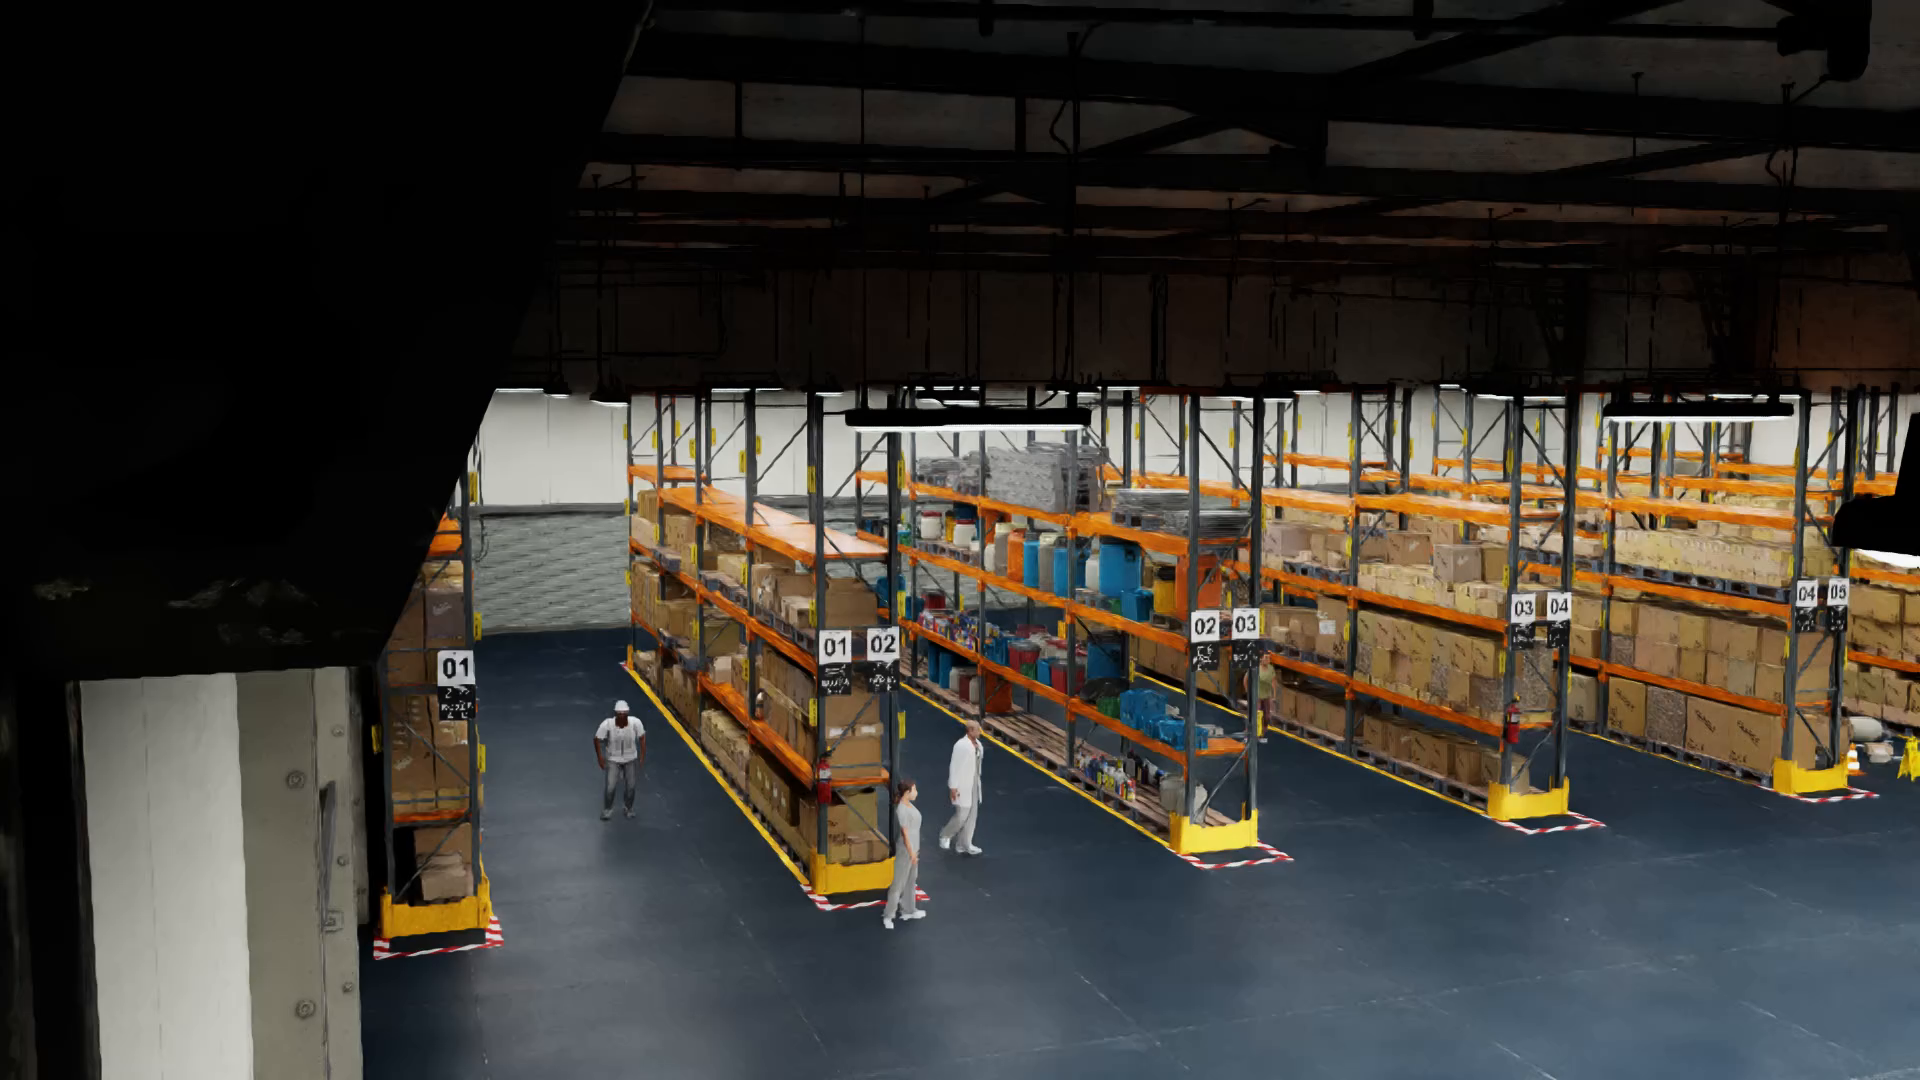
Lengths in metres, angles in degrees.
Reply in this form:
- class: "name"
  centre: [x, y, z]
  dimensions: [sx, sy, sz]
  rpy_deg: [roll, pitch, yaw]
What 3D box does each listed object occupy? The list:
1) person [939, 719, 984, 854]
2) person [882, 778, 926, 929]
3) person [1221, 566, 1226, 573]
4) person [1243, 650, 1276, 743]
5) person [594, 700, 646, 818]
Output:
- class: "person"
  centre: [0.020, 3.211, 21.743]
  dimensions: [0.598, 1.771, 0.618]
  rpy_deg: [4, 7, 35]
- class: "person"
  centre: [-0.655, 3.541, 18.907]
  dimensions: [0.426, 1.654, 0.623]
  rpy_deg: [1, 6, 11]
- class: "person"
  centre: [6.116, 1.464, 38.644]
  dimensions: [0.457, 1.763, 0.609]
  rpy_deg: [-5, 8, -43]
- class: "person"
  centre: [5.060, 2.638, 28.063]
  dimensions: [0.596, 1.619, 0.506]
  rpy_deg: [-2, 6, -20]
- class: "person"
  centre: [-4.766, 3.077, 23.359]
  dimensions: [0.719, 1.714, 0.578]
  rpy_deg: [-2, 6, -20]
